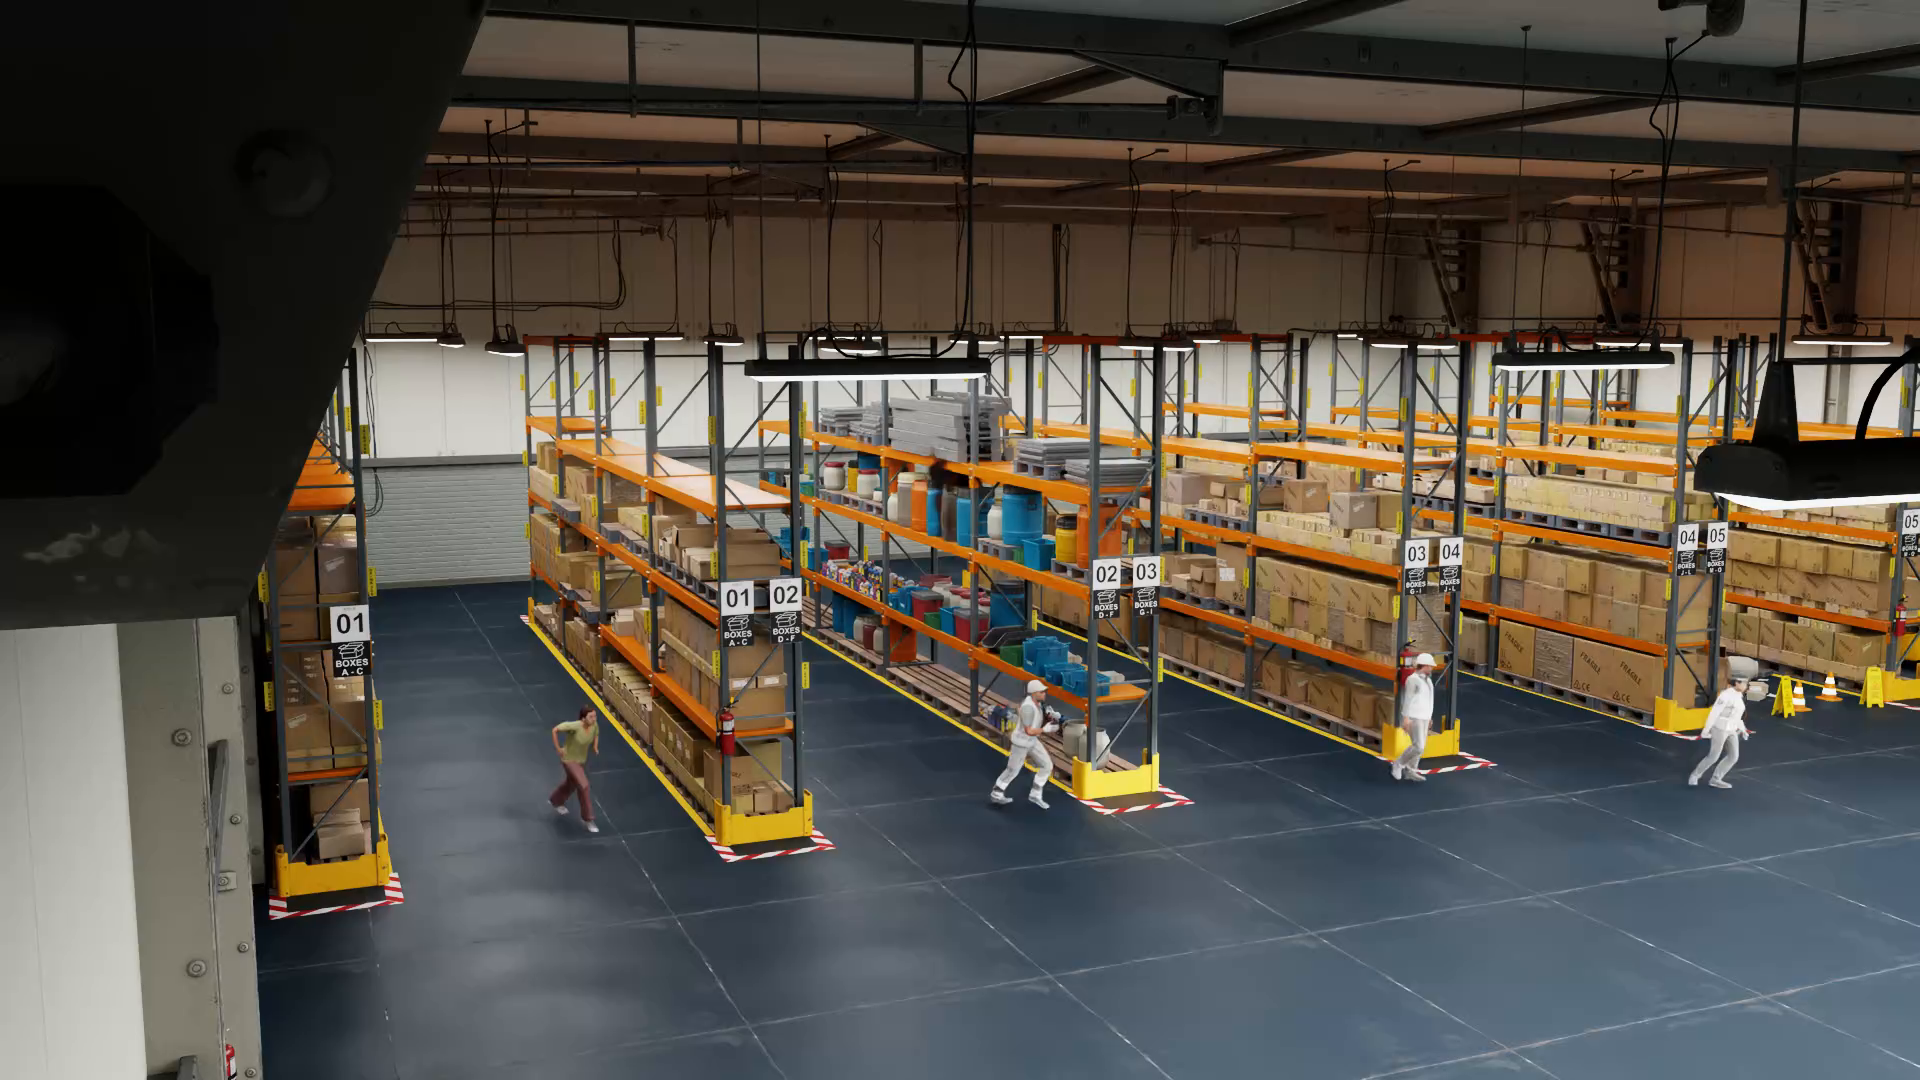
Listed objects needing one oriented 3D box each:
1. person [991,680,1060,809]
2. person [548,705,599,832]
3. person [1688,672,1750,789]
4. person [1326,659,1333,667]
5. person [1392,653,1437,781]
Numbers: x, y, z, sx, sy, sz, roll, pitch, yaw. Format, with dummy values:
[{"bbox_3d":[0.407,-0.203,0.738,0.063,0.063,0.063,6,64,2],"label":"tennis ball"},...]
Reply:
[{"bbox_3d":[0.853,2.627,21.393,0.971,1.729,0.622,4,9,28],"label":"person"},{"bbox_3d":[-4.870,2.812,20.809,0.961,1.632,0.623,7,10,41],"label":"person"},{"bbox_3d":[10.268,2.561,22.477,0.716,1.600,0.602,-6,10,-39],"label":"person"},{"bbox_3d":[6.969,1.511,30.386,0.719,1.629,0.523,-1,8,-5],"label":"person"},{"bbox_3d":[6.227,2.423,22.782,0.471,1.763,0.665,6,10,40],"label":"person"}]
